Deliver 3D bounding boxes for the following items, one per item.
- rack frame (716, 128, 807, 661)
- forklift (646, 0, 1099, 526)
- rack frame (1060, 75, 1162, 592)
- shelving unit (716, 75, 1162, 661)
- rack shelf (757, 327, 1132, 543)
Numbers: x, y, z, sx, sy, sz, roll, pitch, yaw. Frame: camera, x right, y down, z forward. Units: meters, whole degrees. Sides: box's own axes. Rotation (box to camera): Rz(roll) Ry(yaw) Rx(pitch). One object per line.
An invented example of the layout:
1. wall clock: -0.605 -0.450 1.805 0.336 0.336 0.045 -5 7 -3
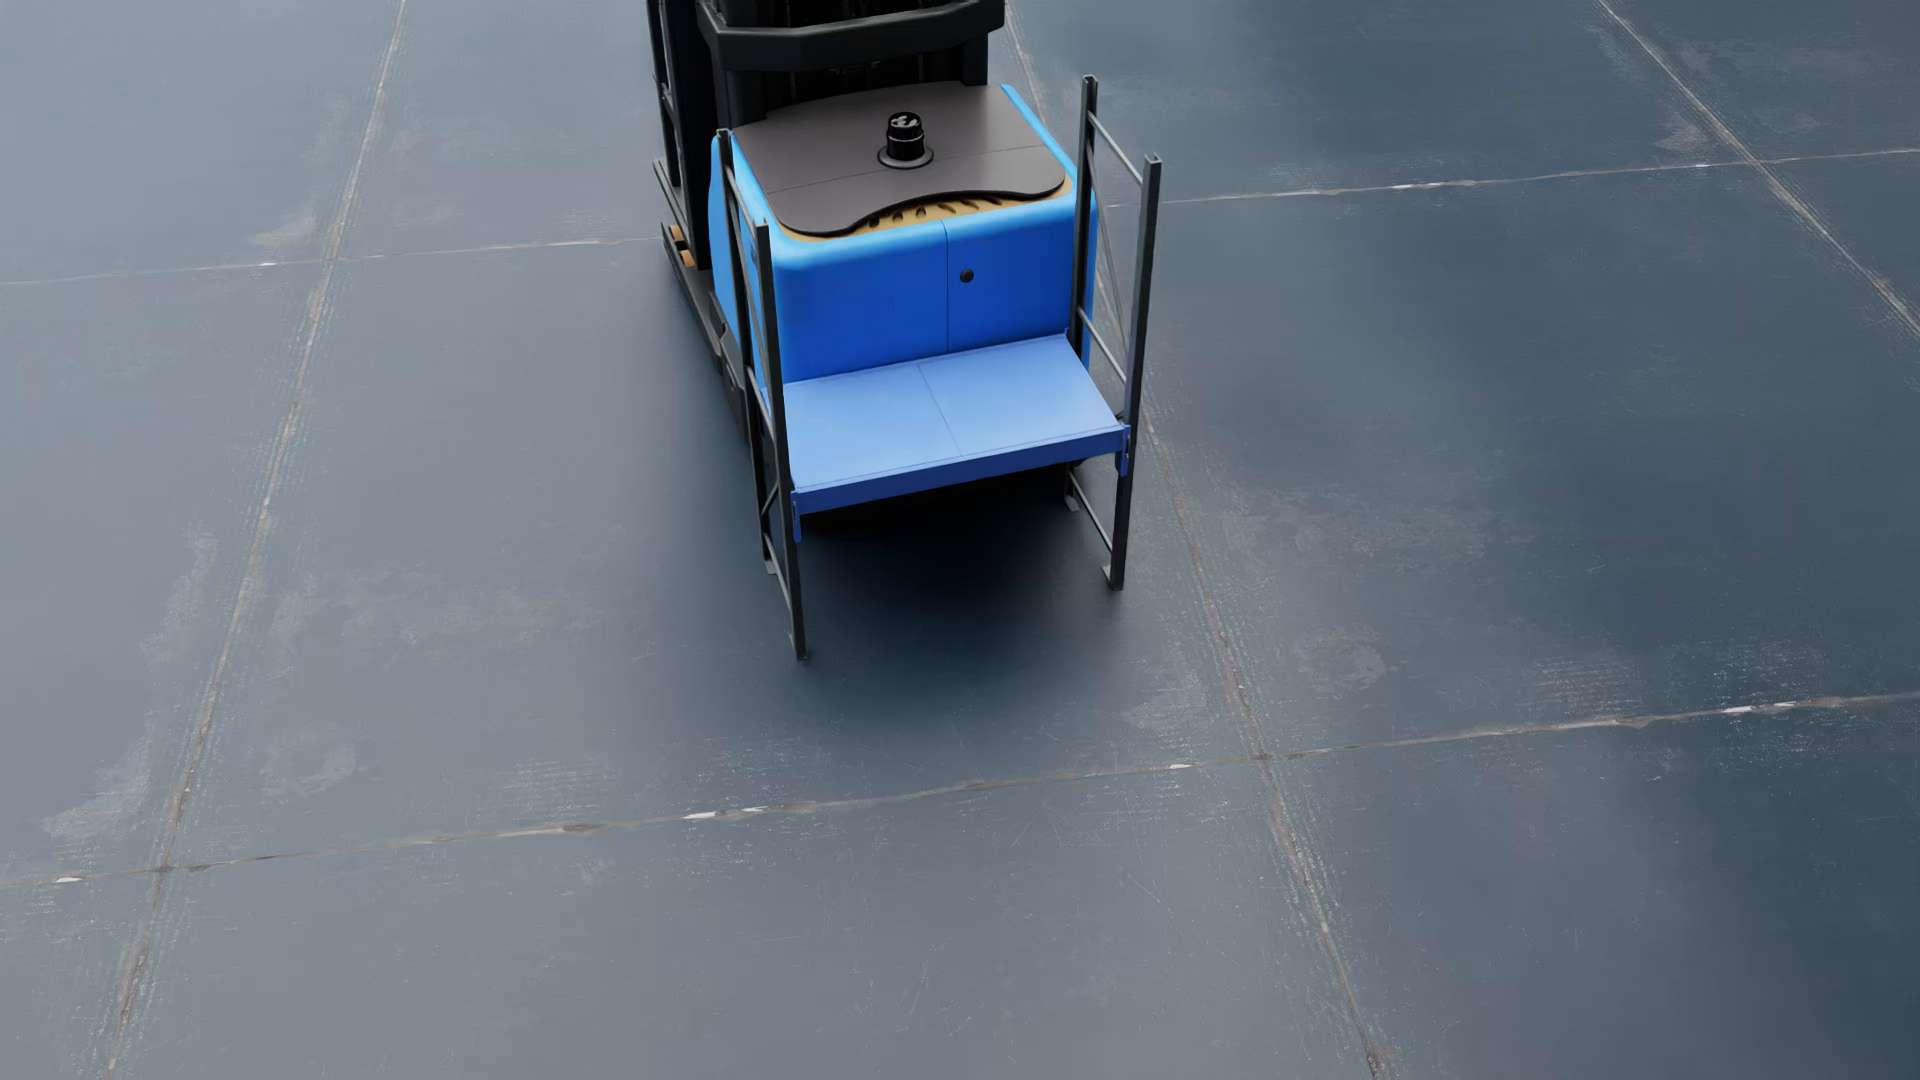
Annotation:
1. rack frame: -0.547 -0.356 4.662 0.032 1.500 0.500 -12 43 -13
2. forklift: -0.535 -2.132 5.563 1.130 2.935 3.031 -13 44 -14
3. rack frame: 0.423 -0.558 4.886 0.032 1.500 0.500 -12 43 -13
4. shelving unit: -0.062 -0.457 4.774 1.048 1.500 0.538 -12 43 -13
5. rack shelf: -0.062 -0.323 4.895 1.000 0.185 0.538 -12 43 -13
